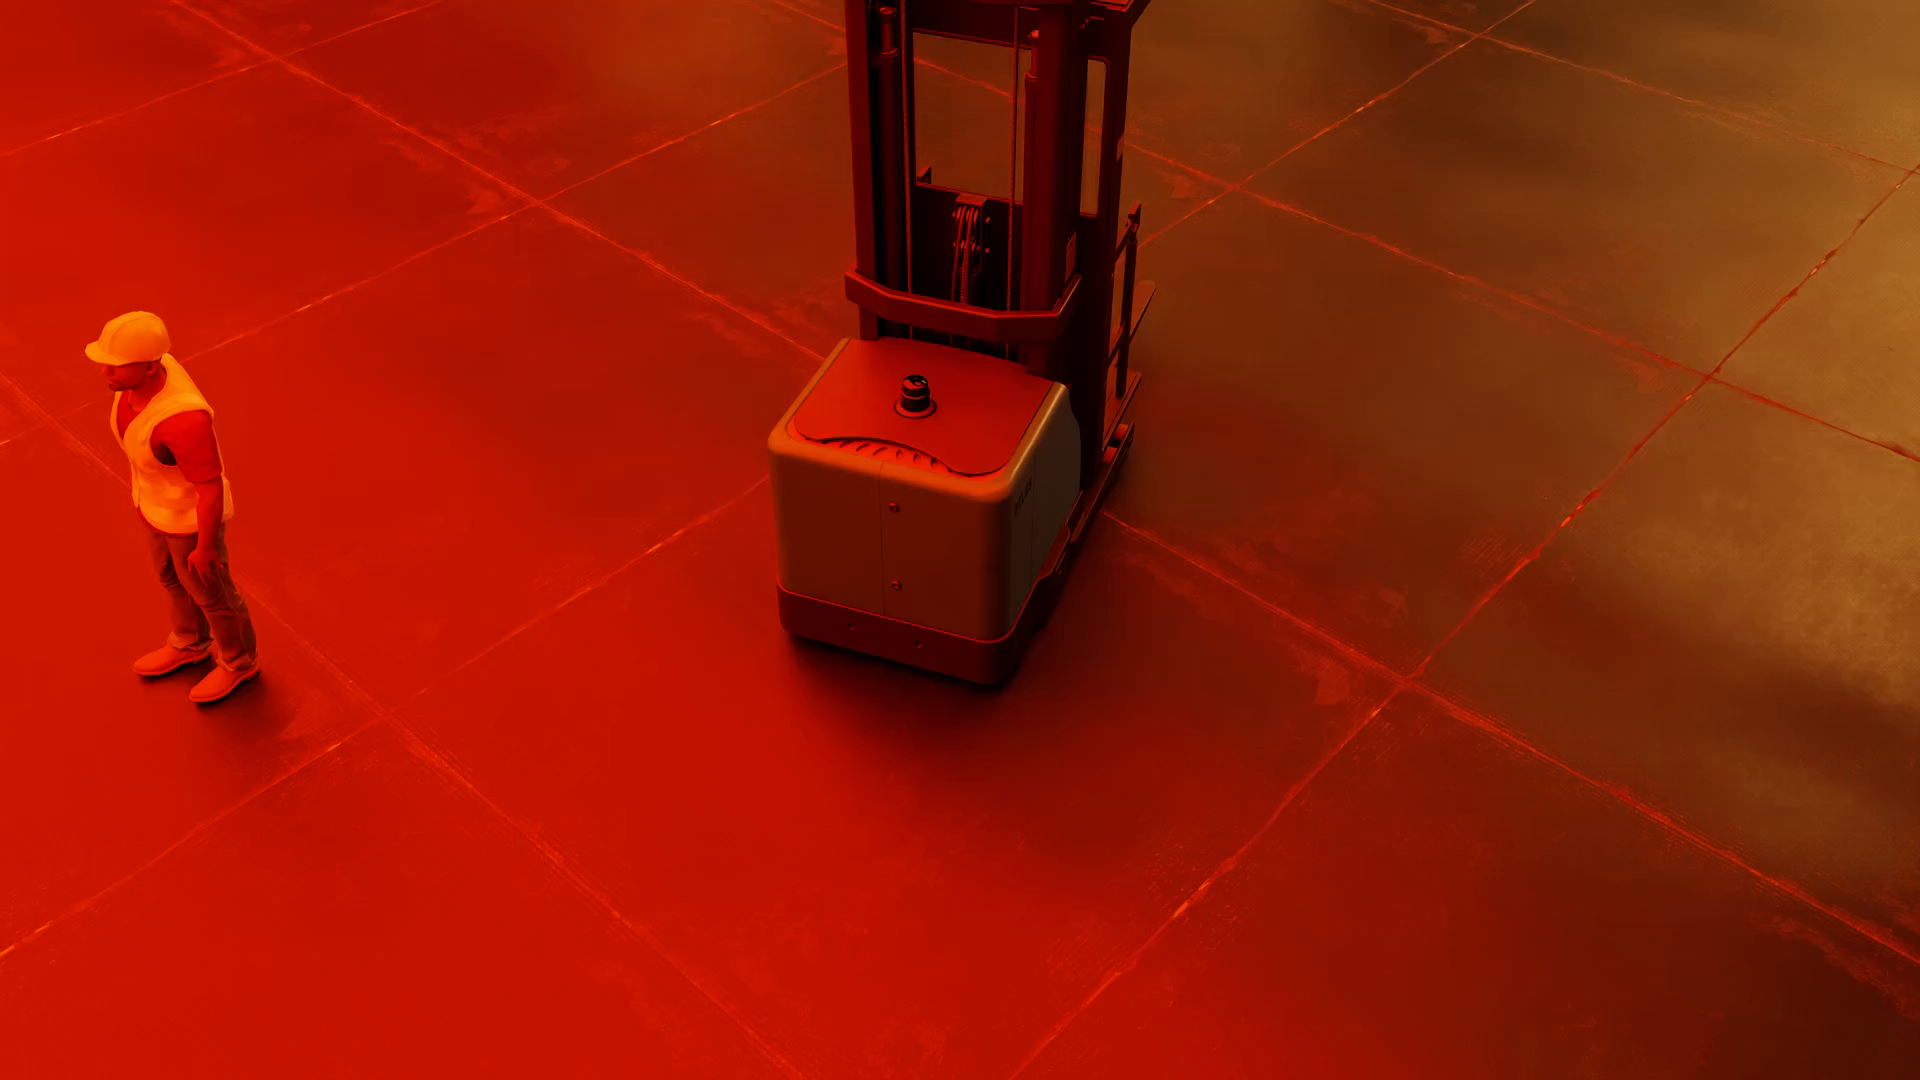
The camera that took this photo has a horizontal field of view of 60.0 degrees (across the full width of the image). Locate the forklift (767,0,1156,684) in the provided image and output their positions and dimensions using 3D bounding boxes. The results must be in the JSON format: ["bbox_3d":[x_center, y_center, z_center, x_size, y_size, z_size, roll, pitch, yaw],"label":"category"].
[{"bbox_3d":[0.211,-1.484,7.158,1.130,2.935,3.031,14,42,15],"label":"forklift"}]

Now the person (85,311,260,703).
[{"bbox_3d":[-3.077,-0.090,6.417,0.575,1.768,0.665,-30,49,-30],"label":"person"}]
